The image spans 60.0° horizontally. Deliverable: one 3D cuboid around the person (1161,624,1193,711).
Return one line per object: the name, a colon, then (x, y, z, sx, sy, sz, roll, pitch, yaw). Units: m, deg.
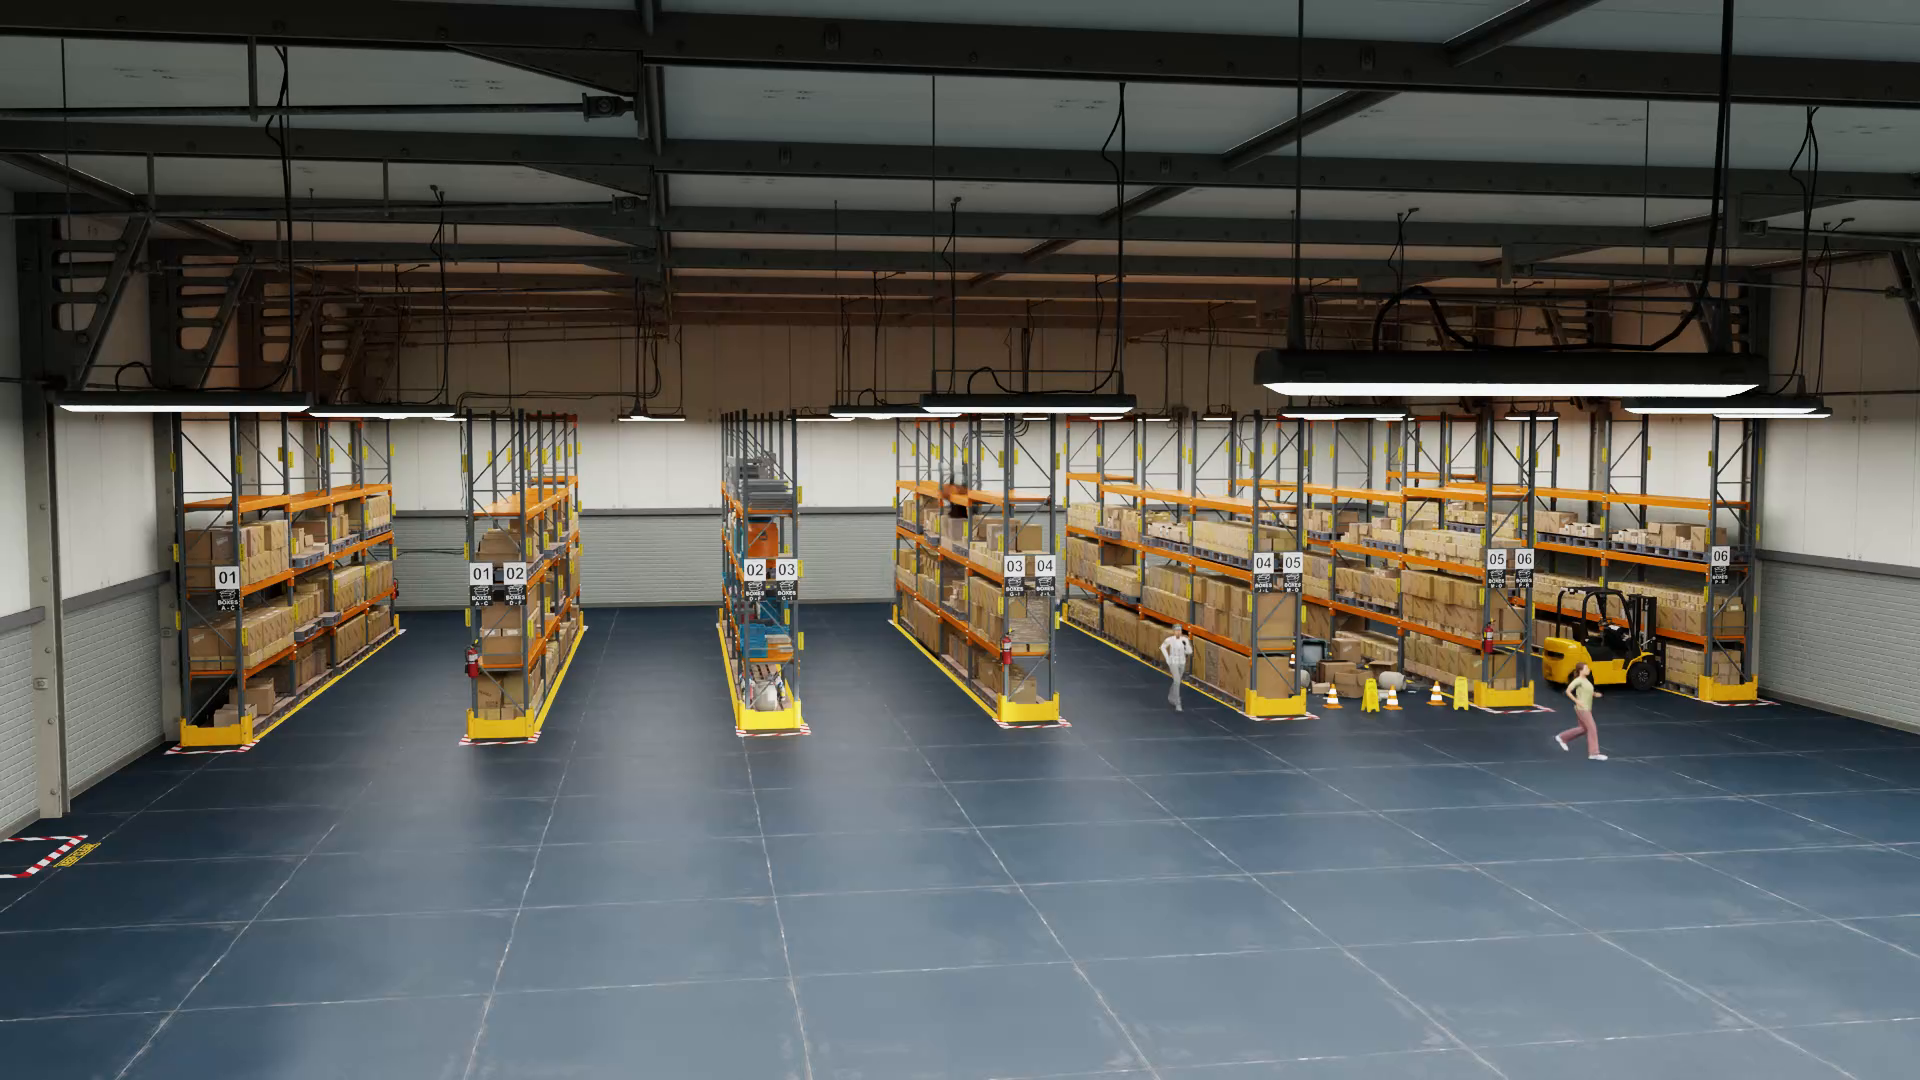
person: (4.398, 2.544, 33.587, 0.584, 1.754, 0.776, -1, 4, -15)

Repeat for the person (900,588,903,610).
person: (-1.523, 1.433, 49.055, 0.767, 1.772, 0.715, 0, 4, -7)

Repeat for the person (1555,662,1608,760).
person: (10.638, 2.903, 28.450, 0.911, 1.645, 0.587, 3, 5, 37)

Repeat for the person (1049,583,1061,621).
person: (2.382, 1.726, 44.893, 0.686, 1.748, 0.633, 0, 4, -5)
